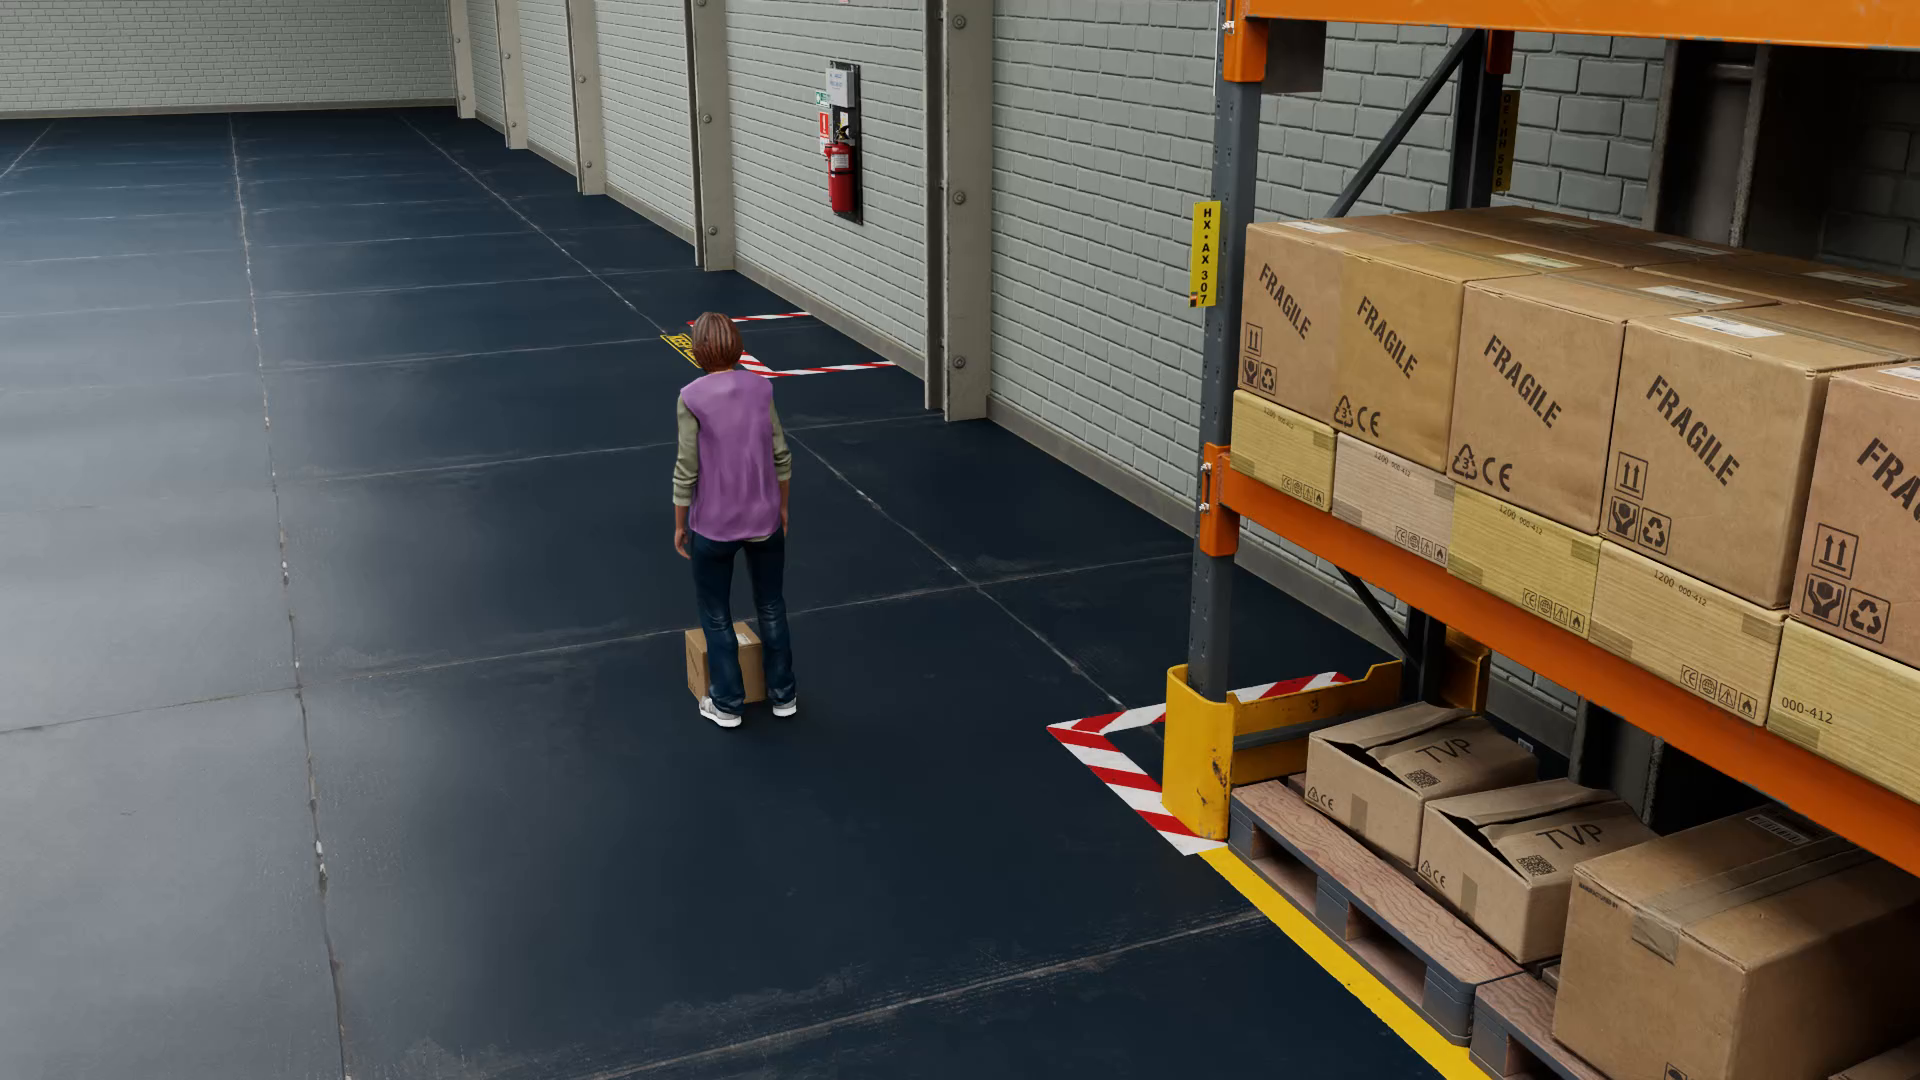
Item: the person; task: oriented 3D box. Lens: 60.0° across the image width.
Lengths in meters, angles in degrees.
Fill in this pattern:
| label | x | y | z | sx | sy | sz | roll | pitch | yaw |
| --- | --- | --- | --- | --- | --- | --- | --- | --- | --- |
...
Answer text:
| label | x | y | z | sx | sy | sz | roll | pitch | yaw |
| --- | --- | --- | --- | --- | --- | --- | --- | --- | --- |
| person | -0.844 | -0.060 | 6.255 | 0.484 | 1.592 | 0.346 | -9 | 21 | -25 |
